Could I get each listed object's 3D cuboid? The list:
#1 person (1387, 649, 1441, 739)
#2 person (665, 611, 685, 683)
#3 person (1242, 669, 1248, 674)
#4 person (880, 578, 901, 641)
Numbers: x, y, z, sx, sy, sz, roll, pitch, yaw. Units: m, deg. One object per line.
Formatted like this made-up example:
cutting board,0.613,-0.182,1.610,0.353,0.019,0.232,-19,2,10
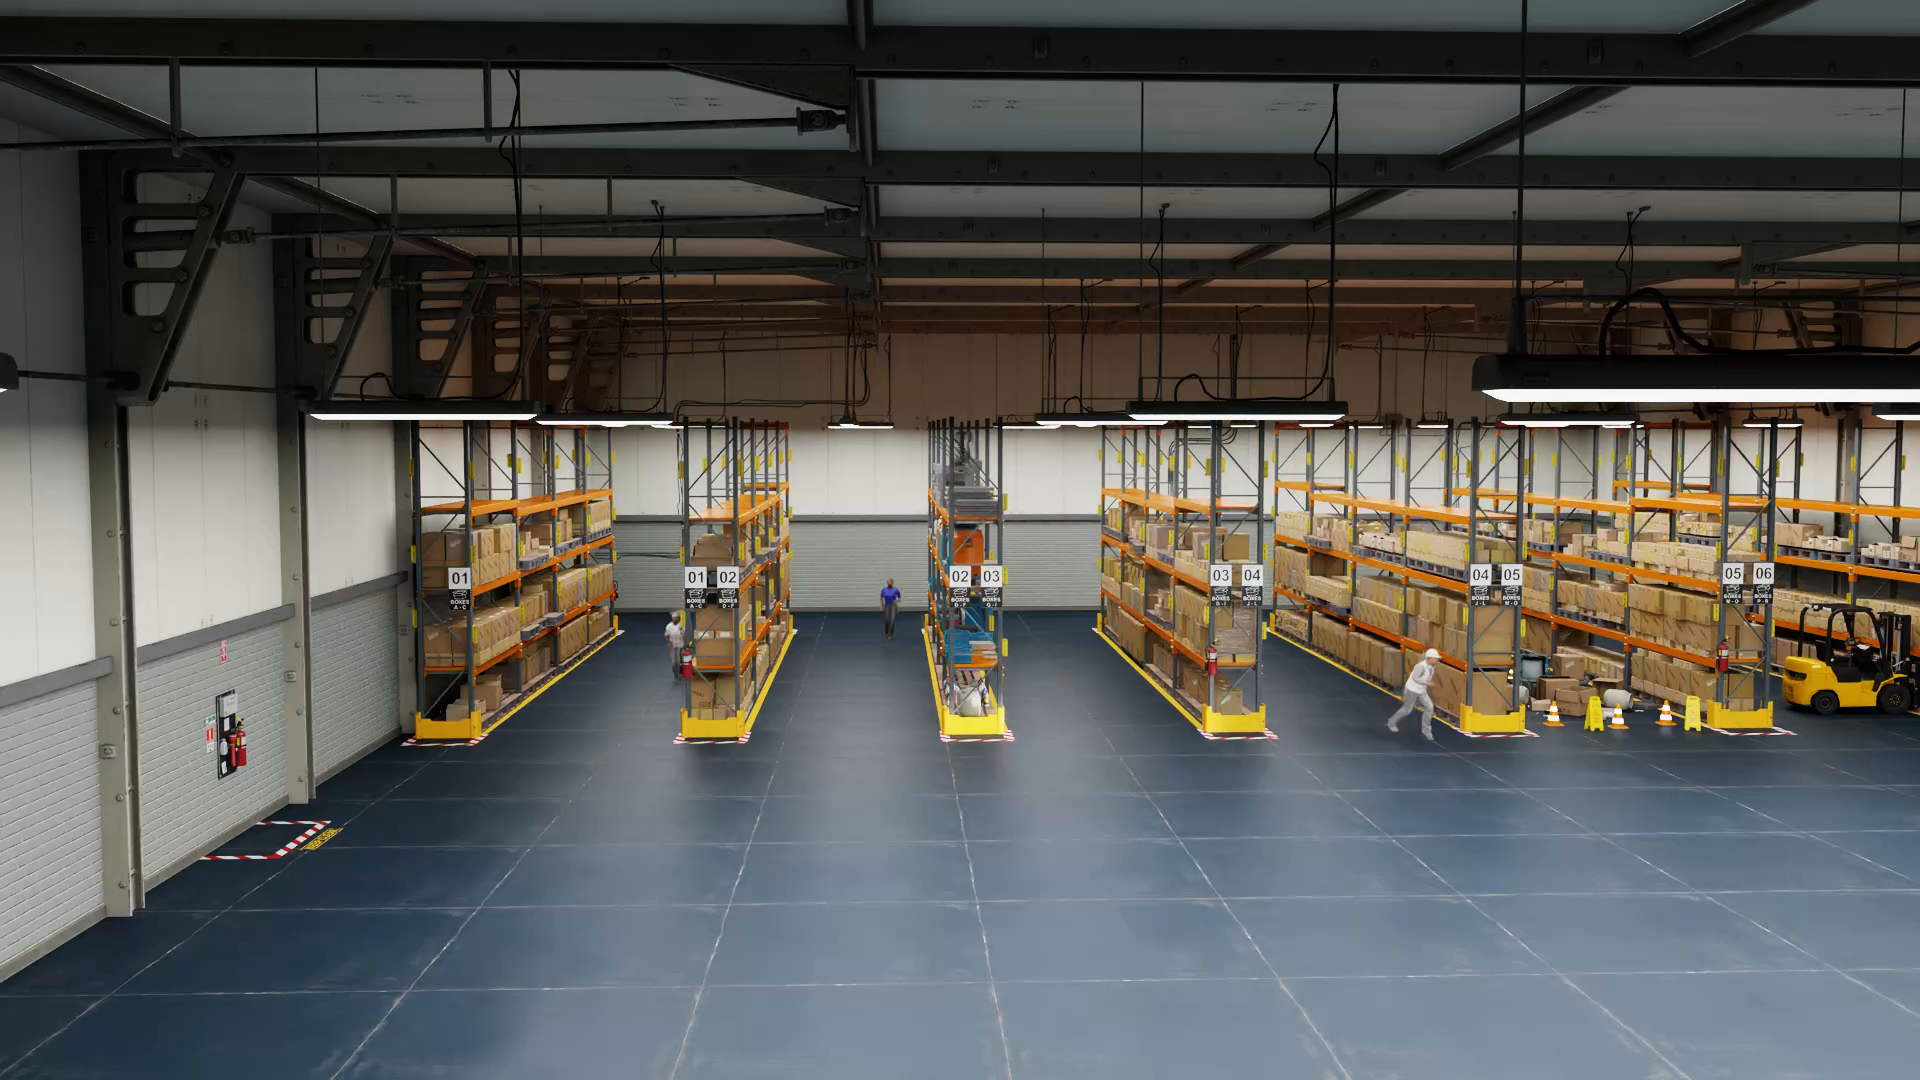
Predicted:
person,8.523,2.874,31.195,1.039,1.731,0.701,3,5,39
person,-6.422,2.433,37.717,0.551,1.648,0.664,0,4,-3
person,6.793,2.333,39.745,0.707,1.718,1.024,0,4,5
person,-1.800,1.820,43.196,0.561,1.657,0.573,0,4,0
